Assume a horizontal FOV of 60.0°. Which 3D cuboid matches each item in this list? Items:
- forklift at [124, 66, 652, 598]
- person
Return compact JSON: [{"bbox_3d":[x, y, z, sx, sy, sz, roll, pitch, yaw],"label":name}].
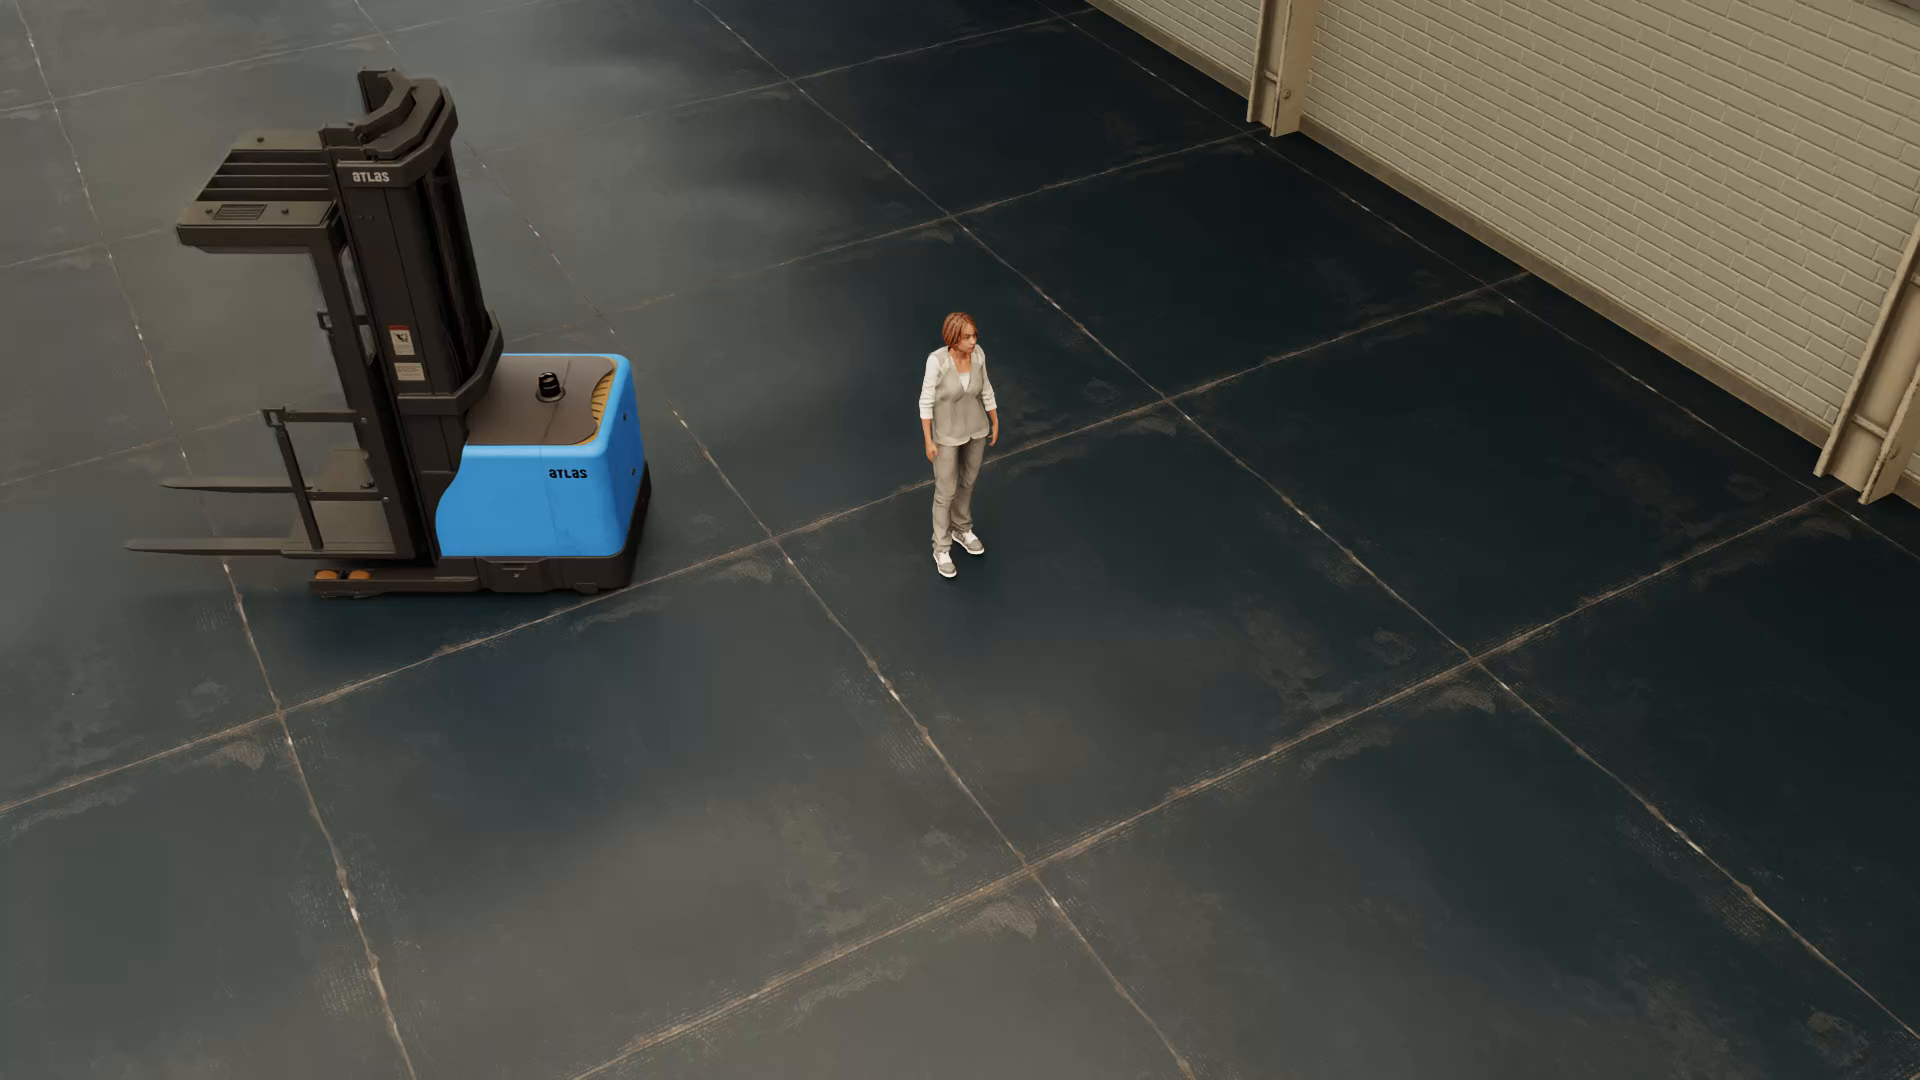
[{"bbox_3d":[-3.483,-1.122,9.389,3.031,2.935,1.130,0,40,0],"label":"forklift"},{"bbox_3d":[0.025,-0.575,9.762,0.520,1.599,0.473,-20,44,-23],"label":"person"}]
